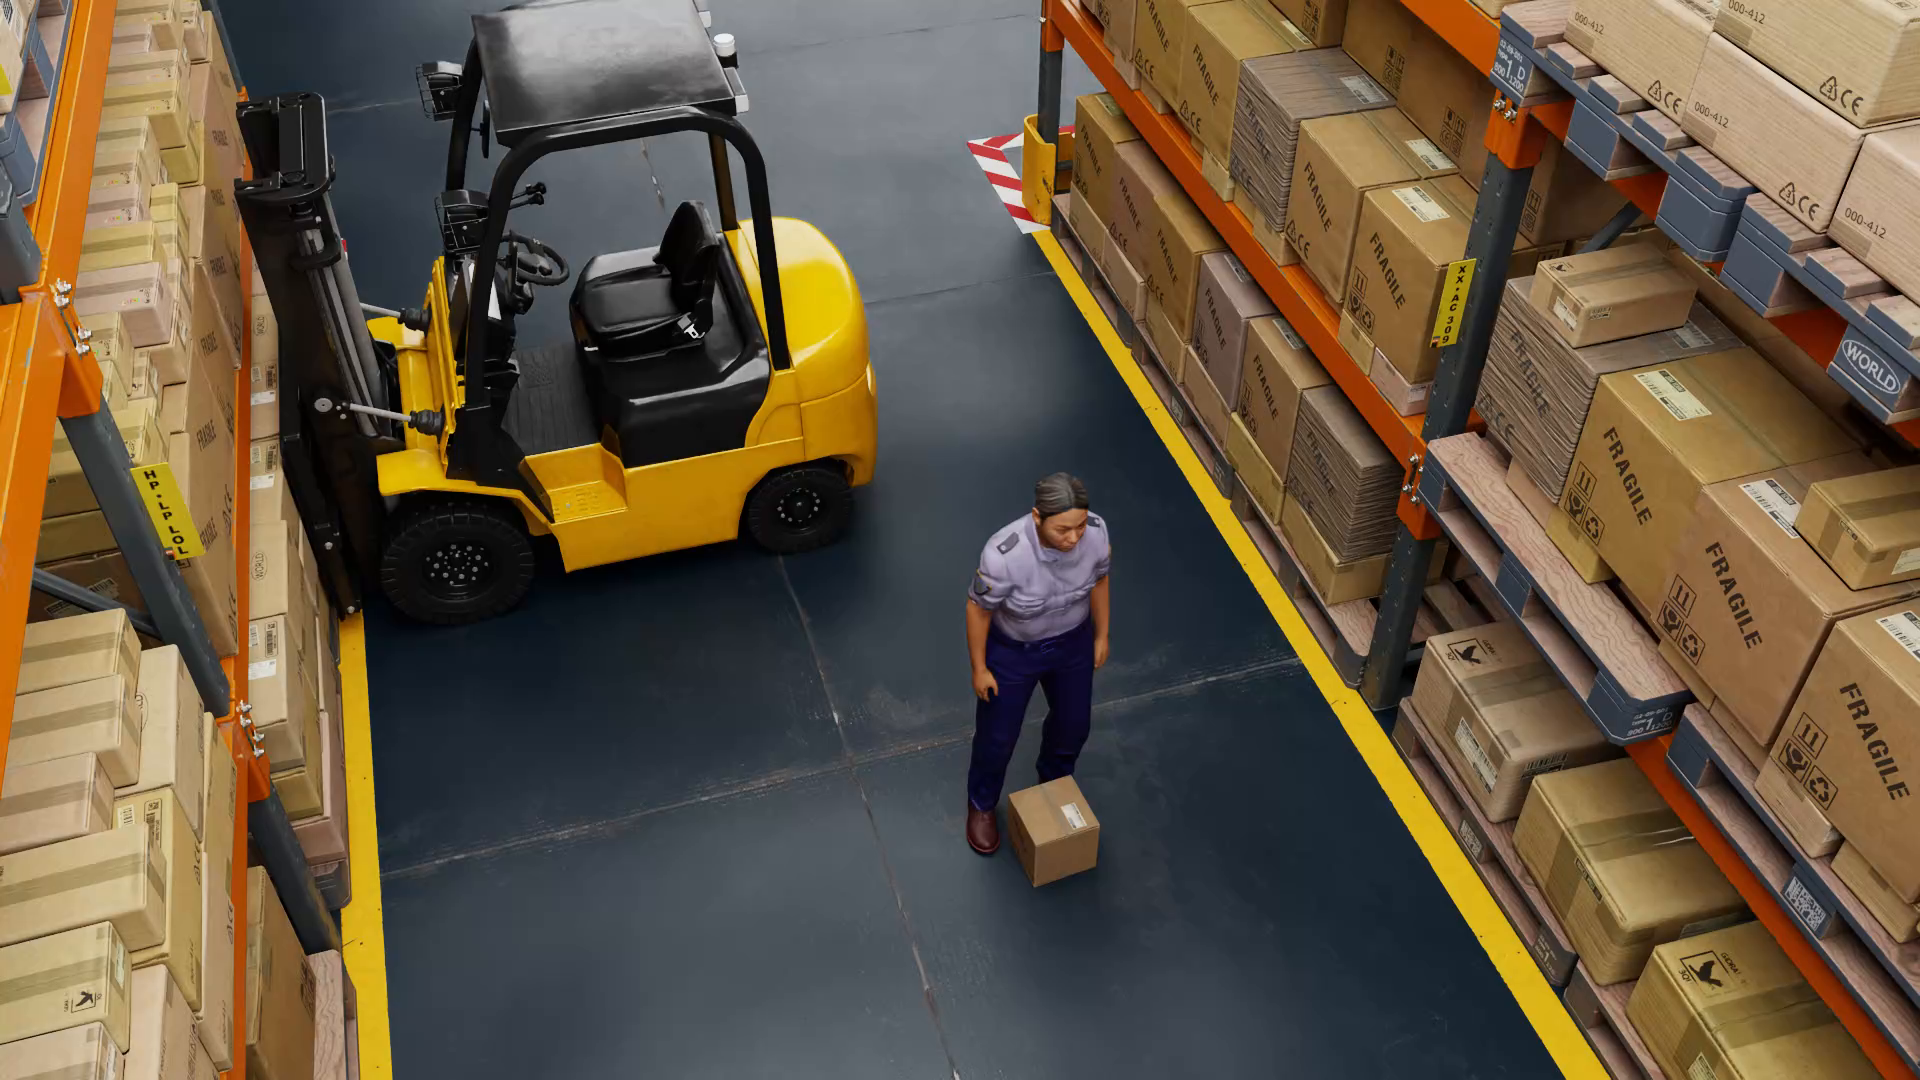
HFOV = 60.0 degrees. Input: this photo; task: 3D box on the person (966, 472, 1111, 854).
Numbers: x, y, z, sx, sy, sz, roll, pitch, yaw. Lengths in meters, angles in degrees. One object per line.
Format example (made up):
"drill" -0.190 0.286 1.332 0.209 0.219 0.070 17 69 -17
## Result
"person" 0.260 0.388 5.743 0.562 1.651 0.372 -15 44 -15
